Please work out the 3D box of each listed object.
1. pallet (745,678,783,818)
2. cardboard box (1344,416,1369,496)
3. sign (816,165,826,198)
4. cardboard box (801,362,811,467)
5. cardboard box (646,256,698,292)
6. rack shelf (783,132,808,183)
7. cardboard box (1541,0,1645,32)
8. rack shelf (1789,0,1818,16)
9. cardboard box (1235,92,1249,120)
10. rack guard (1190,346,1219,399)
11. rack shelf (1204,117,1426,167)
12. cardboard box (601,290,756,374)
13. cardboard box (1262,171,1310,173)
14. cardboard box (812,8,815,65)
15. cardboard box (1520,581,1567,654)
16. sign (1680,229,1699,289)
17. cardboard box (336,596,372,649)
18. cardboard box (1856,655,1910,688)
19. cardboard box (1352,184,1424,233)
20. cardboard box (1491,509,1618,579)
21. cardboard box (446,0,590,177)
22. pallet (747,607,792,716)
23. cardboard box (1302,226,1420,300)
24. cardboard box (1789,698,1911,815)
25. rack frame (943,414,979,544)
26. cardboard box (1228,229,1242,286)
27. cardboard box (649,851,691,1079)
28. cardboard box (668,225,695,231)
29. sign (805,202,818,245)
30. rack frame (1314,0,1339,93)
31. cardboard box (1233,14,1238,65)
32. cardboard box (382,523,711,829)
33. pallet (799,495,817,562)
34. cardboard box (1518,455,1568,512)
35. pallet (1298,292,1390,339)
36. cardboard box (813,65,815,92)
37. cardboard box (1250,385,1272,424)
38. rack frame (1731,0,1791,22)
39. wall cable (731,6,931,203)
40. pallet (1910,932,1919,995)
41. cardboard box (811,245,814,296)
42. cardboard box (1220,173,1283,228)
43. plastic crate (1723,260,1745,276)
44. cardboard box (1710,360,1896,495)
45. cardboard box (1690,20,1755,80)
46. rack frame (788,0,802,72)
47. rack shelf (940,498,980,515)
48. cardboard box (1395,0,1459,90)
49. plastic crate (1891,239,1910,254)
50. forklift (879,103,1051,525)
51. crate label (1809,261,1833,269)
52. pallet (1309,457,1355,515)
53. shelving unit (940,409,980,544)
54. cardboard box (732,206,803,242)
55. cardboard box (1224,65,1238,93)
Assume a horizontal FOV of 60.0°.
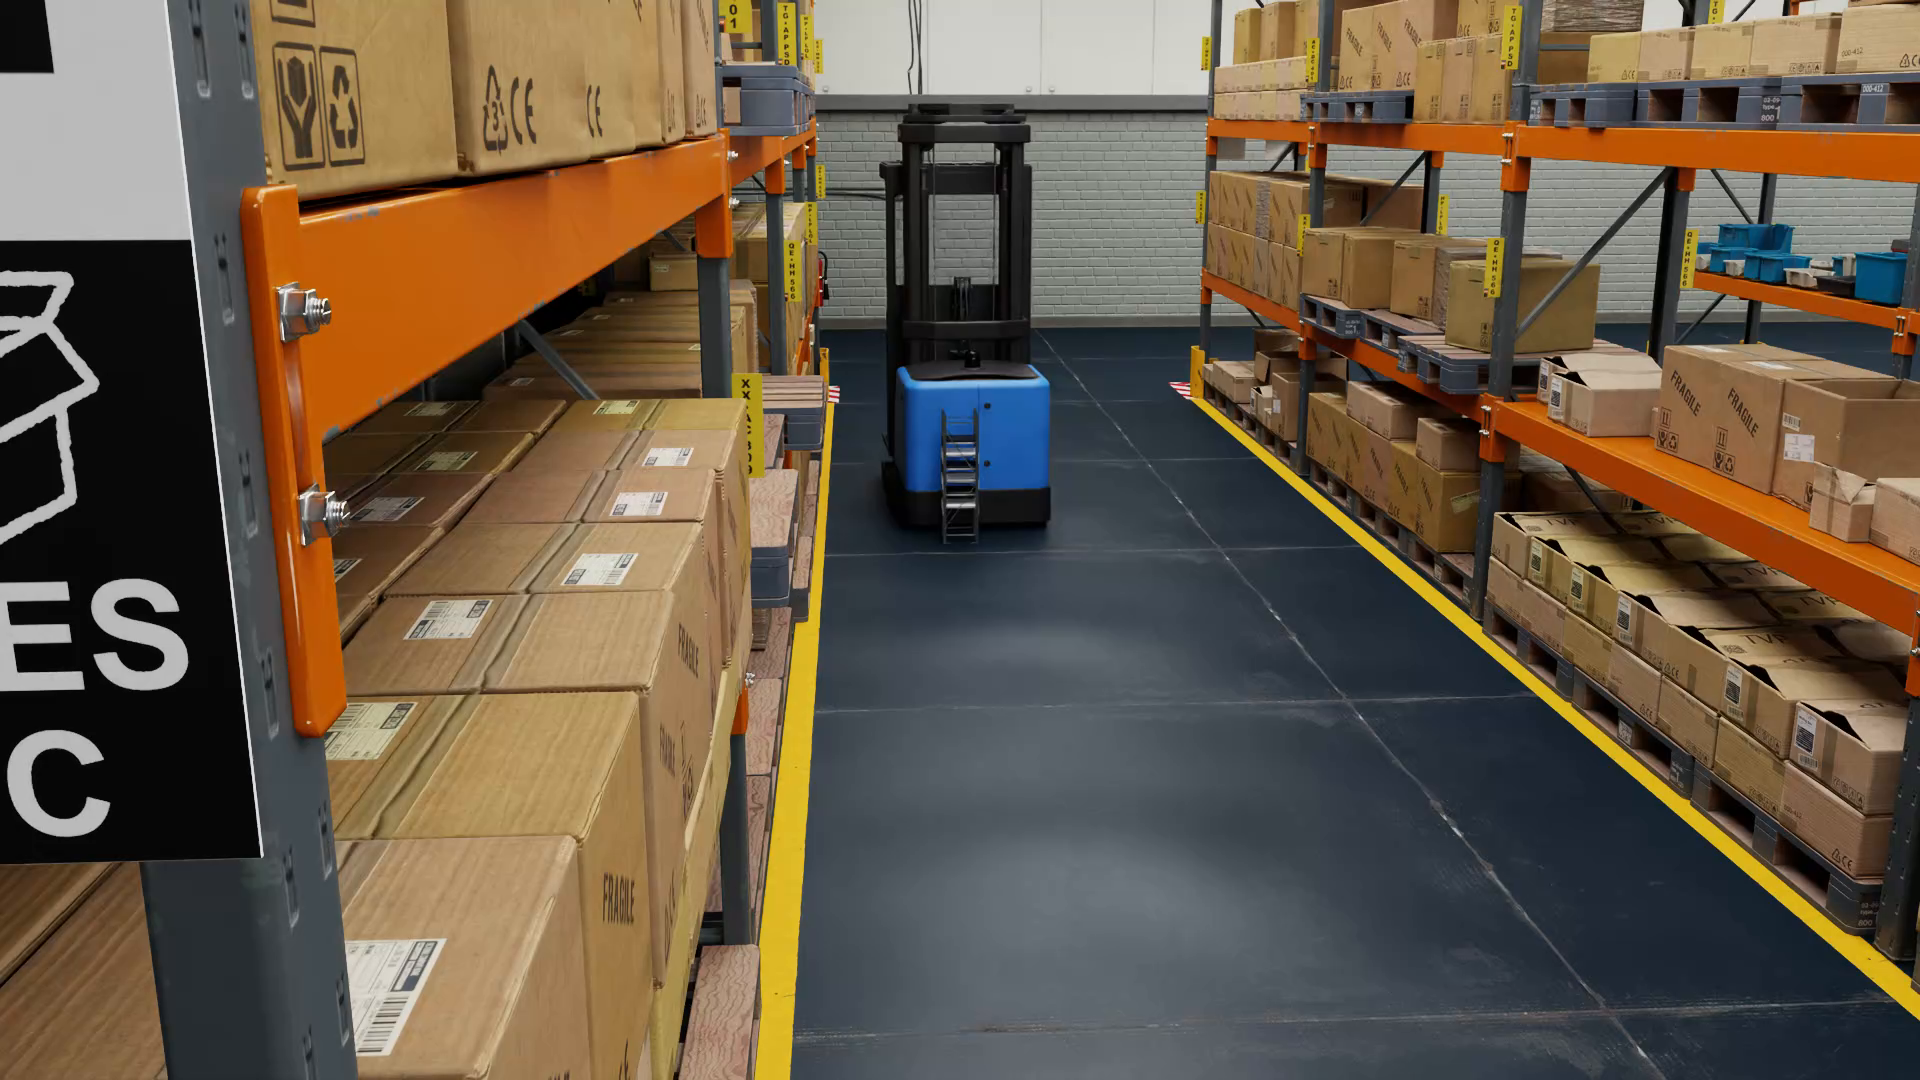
[{"bbox_3d":[-1.327,0.930,7.488,1.003,0.211,1.213,-1,14,-3],"label":"pallet"},{"bbox_3d":[3.104,-0.611,12.015,0.500,0.500,0.500,-1,14,-3],"label":"cardboard box"},{"bbox_3d":[-1.400,-3.587,16.650,0.100,0.325,0.005,-1,14,-3],"label":"sign"},{"bbox_3d":[-1.524,-0.915,12.534,0.750,0.750,0.750,-1,14,-3],"label":"cardboard box"},{"bbox_3d":[-1.360,-1.328,8.282,0.380,0.149,0.250,-3,15,-13],"label":"cardboard box"},{"bbox_3d":[-1.570,-2.519,10.721,1.077,0.370,4.000,-1,14,-3],"label":"rack shelf"},{"bbox_3d":[3.477,-3.089,9.284,0.500,0.500,0.500,-1,14,-3],"label":"cardboard box"},{"bbox_3d":[8.070,-4.926,14.858,1.077,0.370,4.000,-1,14,-3],"label":"rack shelf"},{"bbox_3d":[2.831,-3.984,15.272,0.500,0.250,0.500,-1,14,-3],"label":"cardboard box"},{"bbox_3d":[3.006,-1.755,17.344,1.175,0.500,0.348,-1,14,-3],"label":"rack guard"},{"bbox_3d":[3.126,-3.591,14.888,1.077,0.370,4.000,-1,14,-3],"label":"rack shelf"},{"bbox_3d":[-1.346,-0.924,8.013,0.700,0.500,0.500,-2,15,-9],"label":"cardboard box"},{"bbox_3d":[3.304,-3.411,16.555,0.500,0.500,0.500,-1,14,-4],"label":"cardboard box"},{"bbox_3d":[-1.624,-4.724,15.601,0.500,0.500,0.500,-1,14,-4],"label":"cardboard box"},{"bbox_3d":[3.269,0.393,8.654,0.500,0.250,0.500,-1,14,-5],"label":"cardboard box"},{"bbox_3d":[4.051,-1.565,9.265,0.100,0.325,0.005,-1,14,-3],"label":"sign"},{"bbox_3d":[-1.250,0.404,2.692,0.500,0.500,0.500,-1,14,-5],"label":"cardboard box"},{"bbox_3d":[3.943,0.625,6.626,0.500,0.311,0.500,-1,14,-4],"label":"cardboard box"},{"bbox_3d":[3.501,-2.644,13.575,0.500,0.500,0.500,-1,14,-2],"label":"cardboard box"},{"bbox_3d":[3.237,-0.003,9.070,0.500,0.311,0.500,0,14,-2],"label":"cardboard box"},{"bbox_3d":[-0.720,-0.660,1.810,0.500,0.500,0.500,0,14,0],"label":"cardboard box"},{"bbox_3d":[-1.400,0.627,8.664,1.003,0.211,1.213,-1,14,-3],"label":"pallet"},{"bbox_3d":[3.056,-2.120,12.703,0.700,0.500,0.500,-6,16,-22],"label":"cardboard box"},{"bbox_3d":[3.434,0.760,6.101,0.500,0.311,0.500,-1,14,-3],"label":"cardboard box"},{"bbox_3d":[0.006,-0.413,11.324,0.240,0.900,0.006,-1,14,-3],"label":"rack frame"},{"bbox_3d":[2.832,-2.665,15.665,0.500,0.500,0.500,-1,14,-4],"label":"cardboard box"},{"bbox_3d":[-0.736,0.753,2.840,0.500,0.250,0.500,-1,14,-4],"label":"cardboard box"},{"bbox_3d":[-1.762,-1.720,9.850,0.500,0.250,0.500,-1,14,-5],"label":"cardboard box"},{"bbox_3d":[-1.153,-2.445,12.846,0.100,0.325,0.005,-1,14,-3],"label":"sign"},{"bbox_3d":[3.250,-4.895,12.492,1.000,3.000,0.127,-1,14,-3],"label":"rack frame"},{"bbox_3d":[3.050,-4.842,16.099,0.700,0.500,0.500,-1,14,-3],"label":"cardboard box"},{"bbox_3d":[-0.771,0.269,3.218,0.500,0.500,0.500,0,14,-2],"label":"cardboard box"},{"bbox_3d":[-1.493,-0.067,11.363,1.003,0.211,1.213,-1,14,-3],"label":"pallet"},{"bbox_3d":[3.716,-0.245,10.593,0.500,0.500,0.500,-1,14,-5],"label":"cardboard box"},{"bbox_3d":[3.190,-1.696,12.484,1.003,0.211,1.213,-1,14,-3],"label":"pallet"},{"bbox_3d":[-1.632,-4.361,15.693,0.500,0.250,0.500,0,14,-2],"label":"cardboard box"},{"bbox_3d":[2.885,-1.224,14.778,0.500,0.311,0.500,-1,14,-3],"label":"cardboard box"},{"bbox_3d":[7.946,-5.965,16.652,1.000,3.000,0.127,-1,14,-3],"label":"rack frame"},{"bbox_3d":[-1.936,-5.721,21.933,3.097,2.526,0.112,-1,14,-3],"label":"wall cable"},{"bbox_3d":[3.753,1.549,5.083,1.003,0.211,1.213,-1,14,-3],"label":"pallet"},{"bbox_3d":[-1.806,-2.555,14.835,0.980,0.700,0.700,-2,15,-6],"label":"cardboard box"},{"bbox_3d":[2.806,-3.273,16.019,0.500,0.500,0.500,-1,14,-3],"label":"cardboard box"},{"bbox_3d":[7.612,-2.645,16.196,0.250,0.136,0.298,-1,14,-3],"label":"plastic crate"},{"bbox_3d":[3.650,-0.495,7.231,0.500,0.500,0.500,-1,14,-3],"label":"cardboard box"},{"bbox_3d":[3.656,-2.194,7.471,0.500,0.250,0.500,-1,14,-5],"label":"cardboard box"},{"bbox_3d":[-1.694,-4.818,12.191,1.000,3.000,0.127,-1,14,-3],"label":"rack frame"},{"bbox_3d":[0.000,-0.231,11.475,0.258,0.077,0.200,-1,14,-3],"label":"rack shelf"},{"bbox_3d":[3.293,-3.284,11.008,0.600,0.600,0.600,-1,15,-6],"label":"cardboard box"},{"bbox_3d":[8.389,-2.351,14.396,0.402,0.464,0.583,-1,14,-3],"label":"plastic crate"},{"bbox_3d":[-0.038,-1.840,12.797,1.130,2.935,3.031,-2,15,-6],"label":"forklift"},{"bbox_3d":[8.222,-2.620,16.099,0.396,0.136,0.243,-1,14,-3],"label":"crate label"},{"bbox_3d":[3.338,-0.437,12.803,1.003,0.211,1.213,-1,14,-3],"label":"pallet"},{"bbox_3d":[0.000,-0.438,11.422,0.258,0.900,0.210,-1,14,-3],"label":"shelving unit"},{"bbox_3d":[-1.388,-2.238,11.862,0.500,0.250,0.500,-1,14,-2],"label":"cardboard box"},{"bbox_3d":[2.798,-4.350,15.693,0.500,0.250,0.500,-1,14,-3],"label":"cardboard box"}]
